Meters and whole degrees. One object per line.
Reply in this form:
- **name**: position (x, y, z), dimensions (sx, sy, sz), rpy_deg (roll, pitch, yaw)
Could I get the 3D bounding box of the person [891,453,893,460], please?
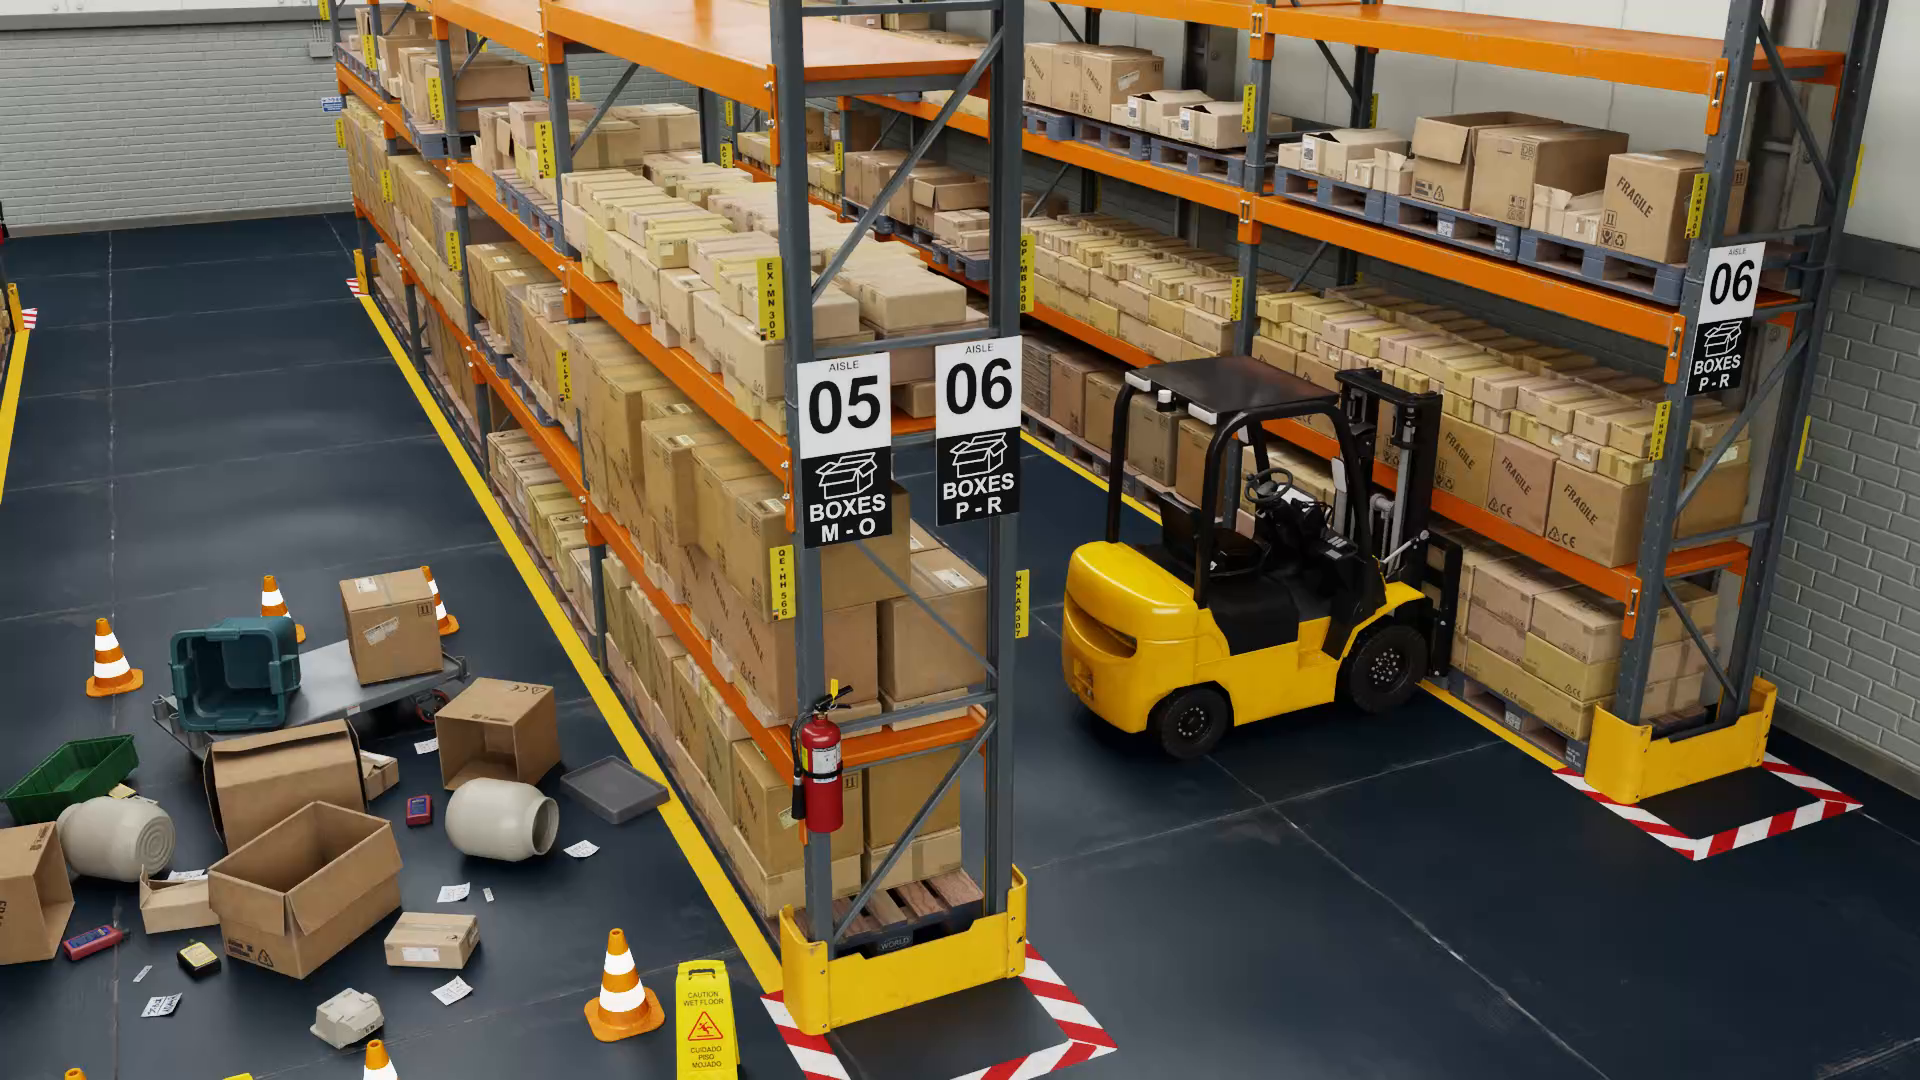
- **person**: position (-0.751, -0.344, 11.818), dimensions (0.552, 1.771, 0.538), rpy_deg (-11, 24, -24)
